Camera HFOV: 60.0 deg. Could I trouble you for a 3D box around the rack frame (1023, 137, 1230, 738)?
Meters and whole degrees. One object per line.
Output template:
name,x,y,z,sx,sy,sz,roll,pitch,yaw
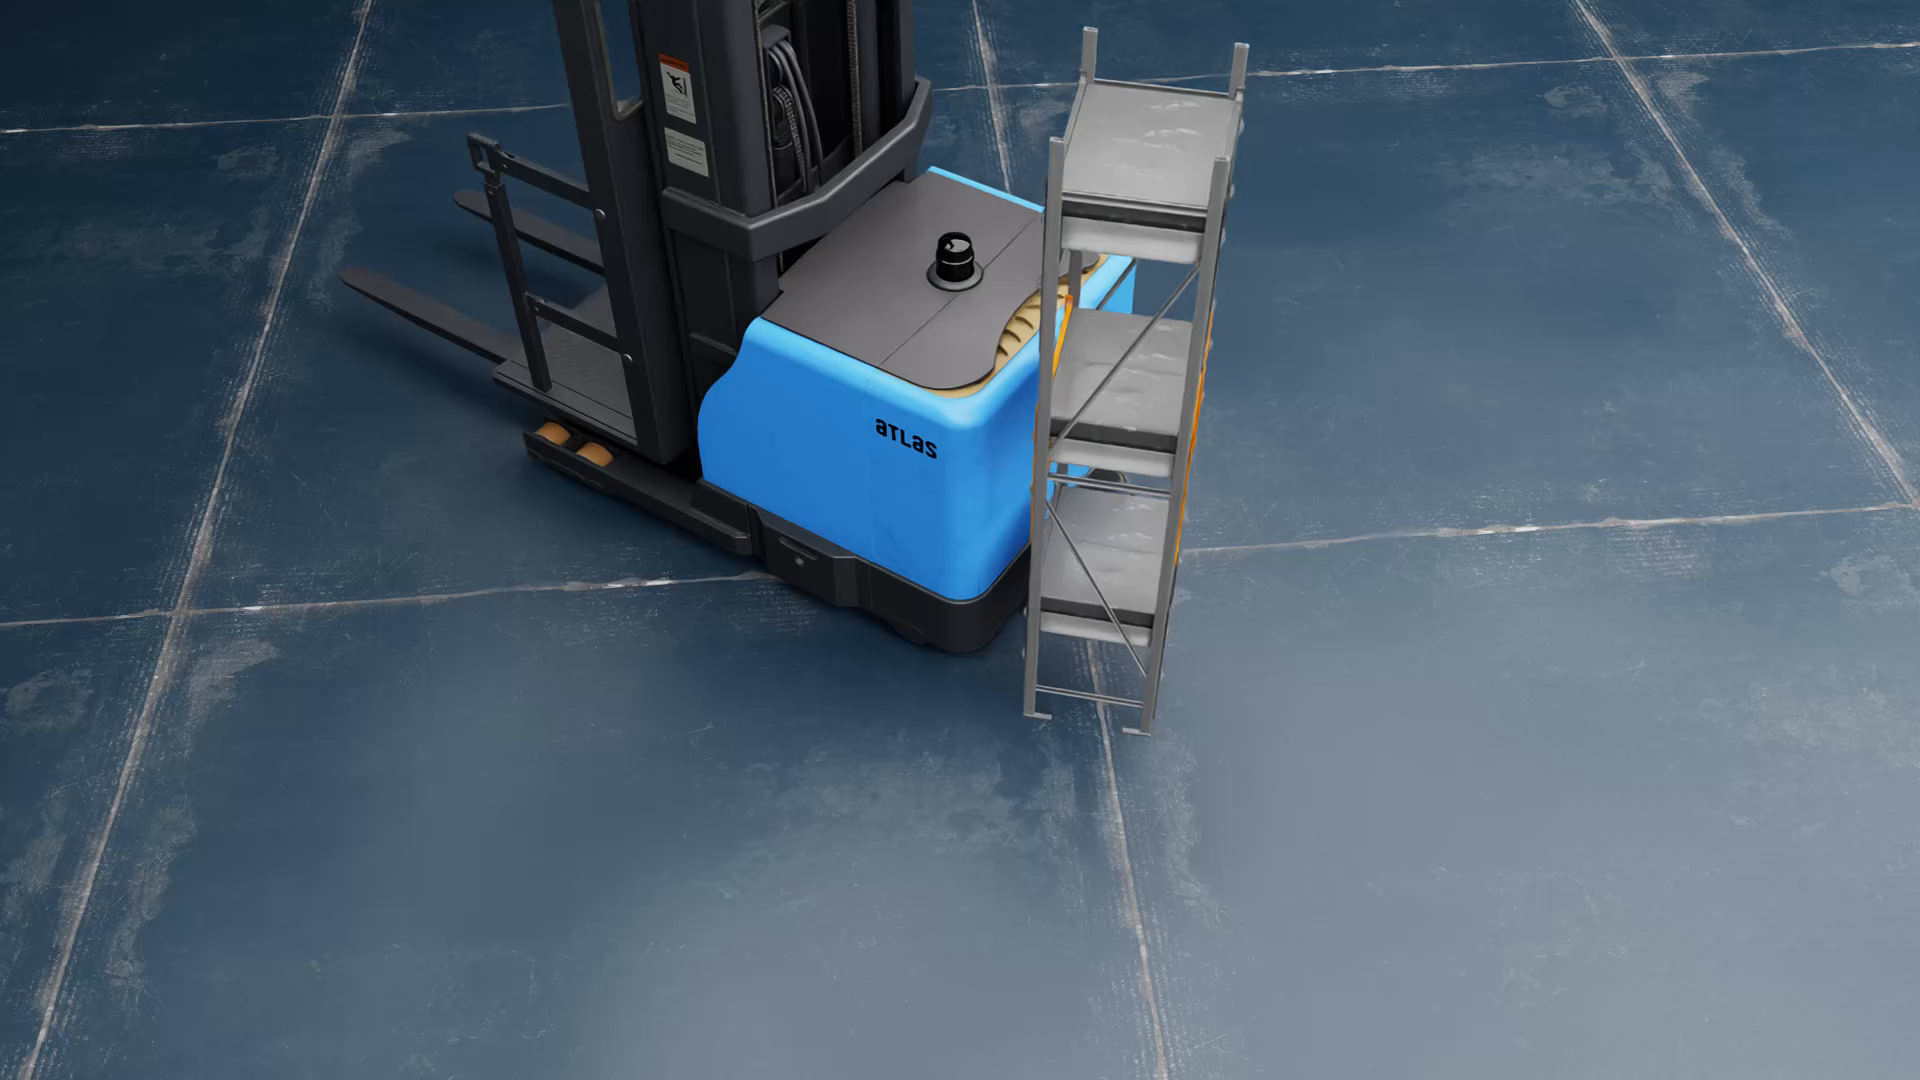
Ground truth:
rack frame,0.396,-0.143,4.439,0.400,2.100,0.015,9,47,8

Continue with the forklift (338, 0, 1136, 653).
forklift,-0.951,-1.485,5.137,3.031,2.935,1.130,25,52,22

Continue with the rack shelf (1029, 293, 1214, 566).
rack shelf,0.446,-0.307,4.613,0.431,0.518,0.480,9,47,8

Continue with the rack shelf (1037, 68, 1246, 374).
rack shelf,0.446,-0.788,4.105,0.431,0.518,0.480,9,47,8

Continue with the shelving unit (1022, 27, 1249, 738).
shelving unit,0.446,-0.316,4.603,0.431,2.100,0.503,9,47,8

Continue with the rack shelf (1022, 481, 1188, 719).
rack shelf,0.446,0.175,5.121,0.431,0.518,0.480,9,47,8

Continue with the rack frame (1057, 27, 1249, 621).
rack frame,0.496,-0.490,4.767,0.400,2.100,0.015,9,47,8
